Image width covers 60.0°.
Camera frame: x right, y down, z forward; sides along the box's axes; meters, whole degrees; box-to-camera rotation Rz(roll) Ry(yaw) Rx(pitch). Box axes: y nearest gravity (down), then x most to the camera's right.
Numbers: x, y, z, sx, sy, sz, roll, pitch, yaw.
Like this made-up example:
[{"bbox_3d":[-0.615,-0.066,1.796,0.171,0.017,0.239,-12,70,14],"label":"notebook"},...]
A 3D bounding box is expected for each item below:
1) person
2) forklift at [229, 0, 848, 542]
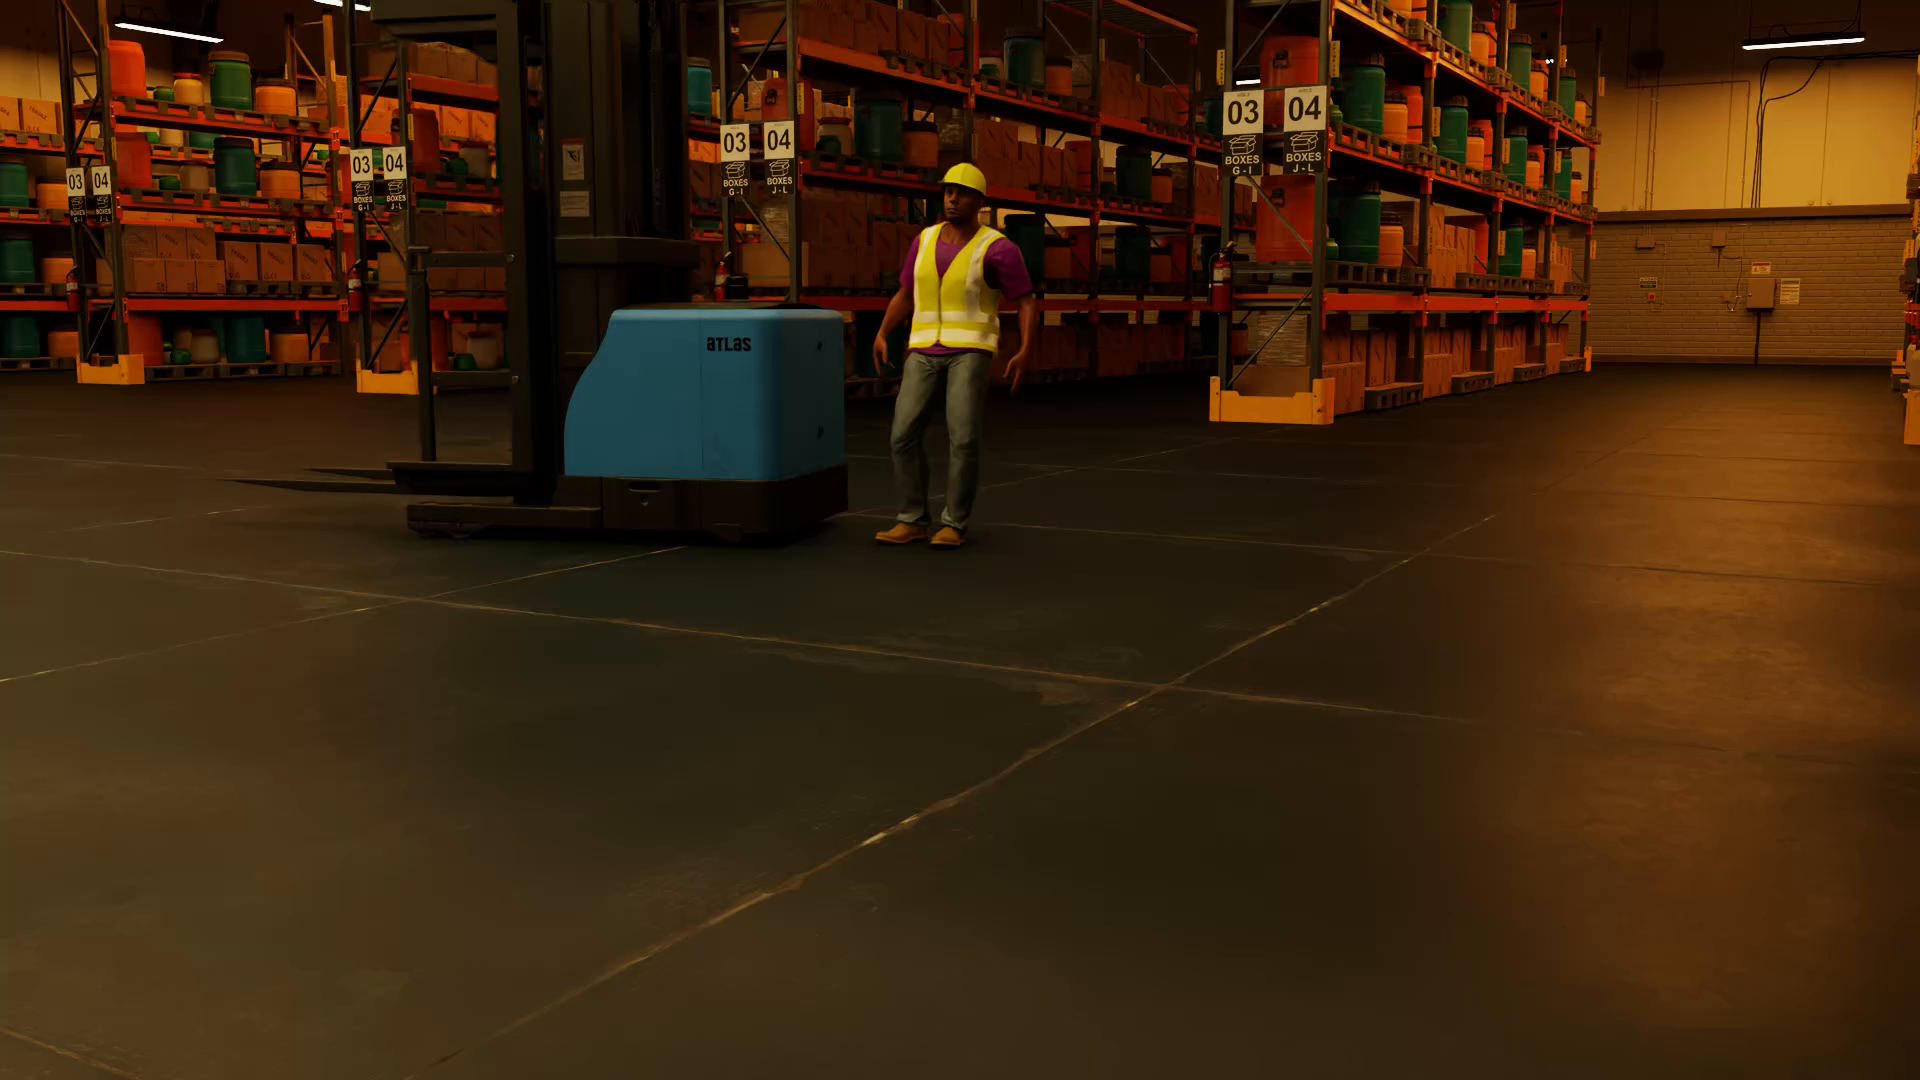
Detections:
[{"bbox_3d":[-0.067,-0.834,7.575,0.770,1.743,0.520,4,9,25],"label":"person"},{"bbox_3d":[-2.140,-1.526,8.153,3.031,2.935,1.130,2,8,15],"label":"forklift"}]
